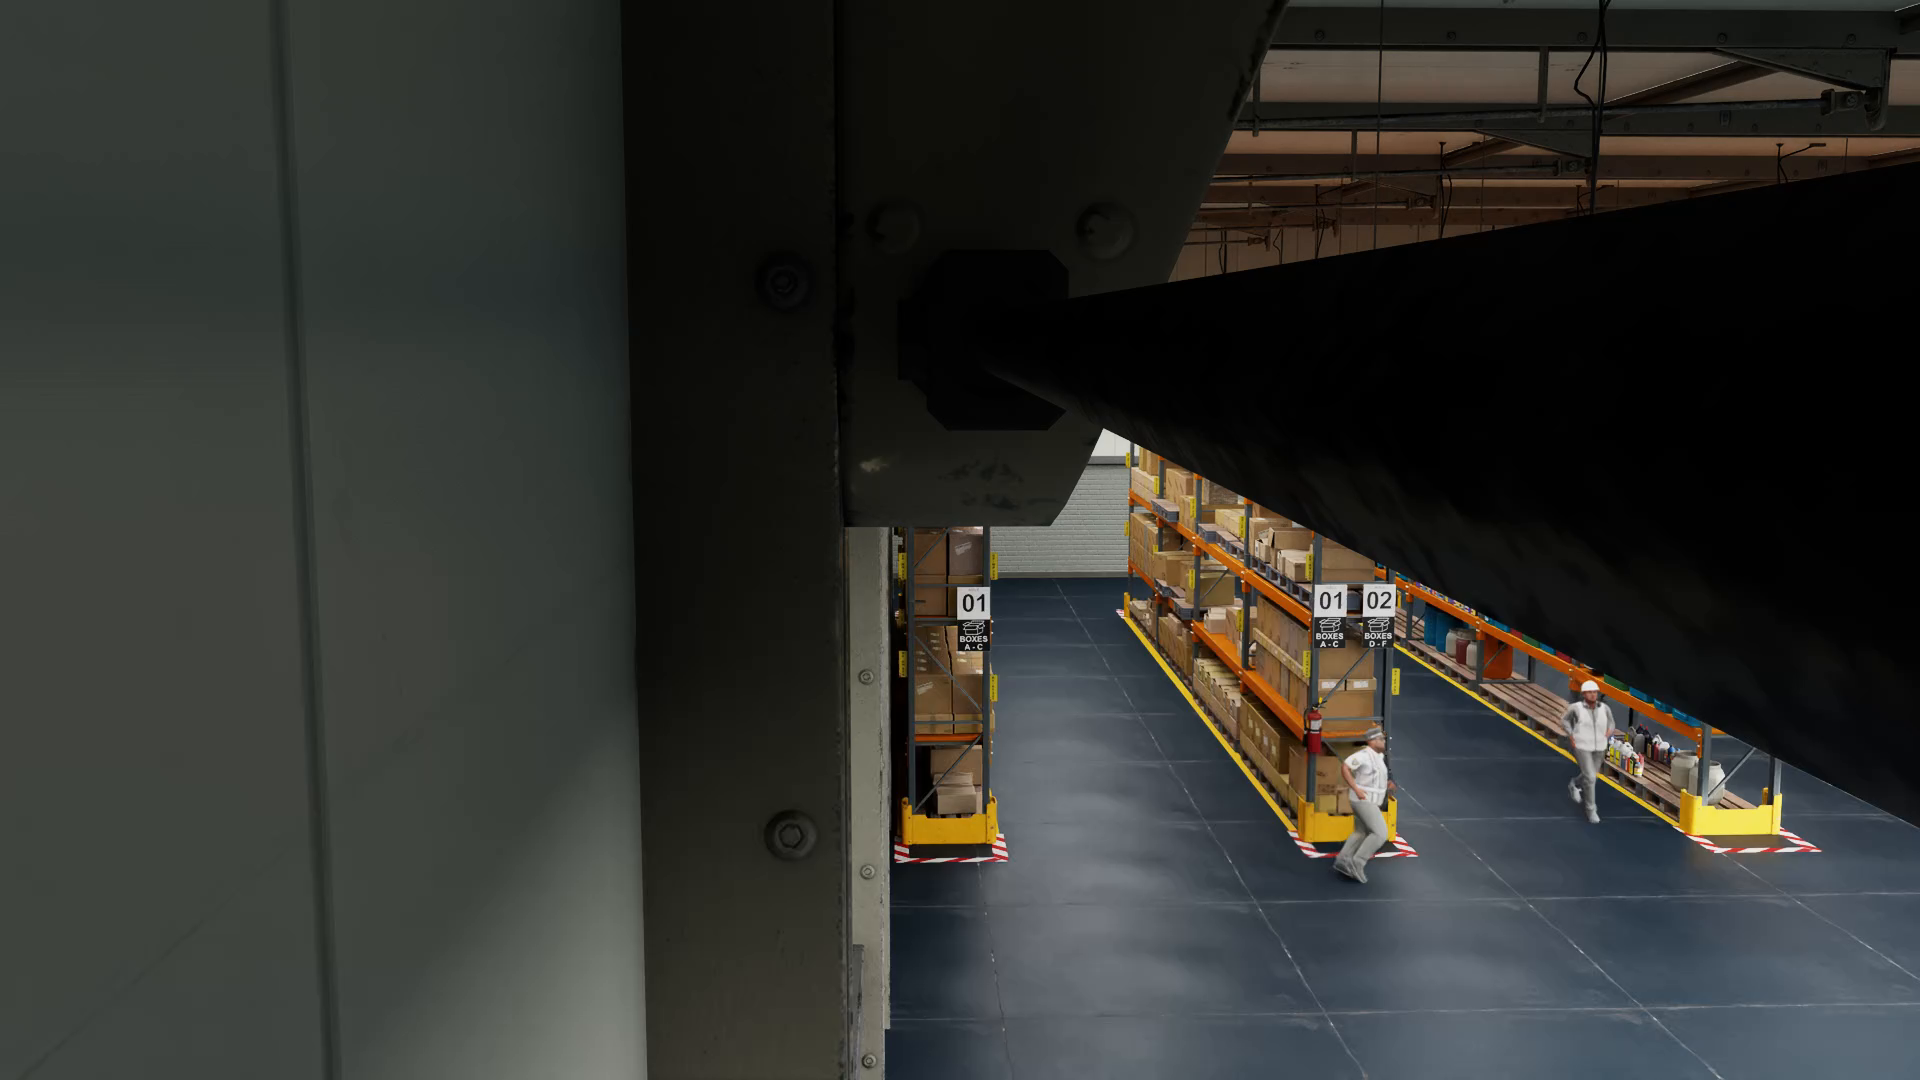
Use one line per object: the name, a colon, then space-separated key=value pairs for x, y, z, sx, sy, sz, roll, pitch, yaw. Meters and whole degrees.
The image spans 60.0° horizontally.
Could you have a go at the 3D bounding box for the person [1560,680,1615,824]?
person: x=8.172 y=2.697 z=21.597 sx=0.648 sy=1.787 sz=0.890 roll=-1 pitch=7 yaw=-5

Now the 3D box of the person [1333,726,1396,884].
person: x=4.690 y=3.023 z=19.199 sx=0.671 sy=1.773 sz=0.710 roll=4 pitch=8 yaw=26
